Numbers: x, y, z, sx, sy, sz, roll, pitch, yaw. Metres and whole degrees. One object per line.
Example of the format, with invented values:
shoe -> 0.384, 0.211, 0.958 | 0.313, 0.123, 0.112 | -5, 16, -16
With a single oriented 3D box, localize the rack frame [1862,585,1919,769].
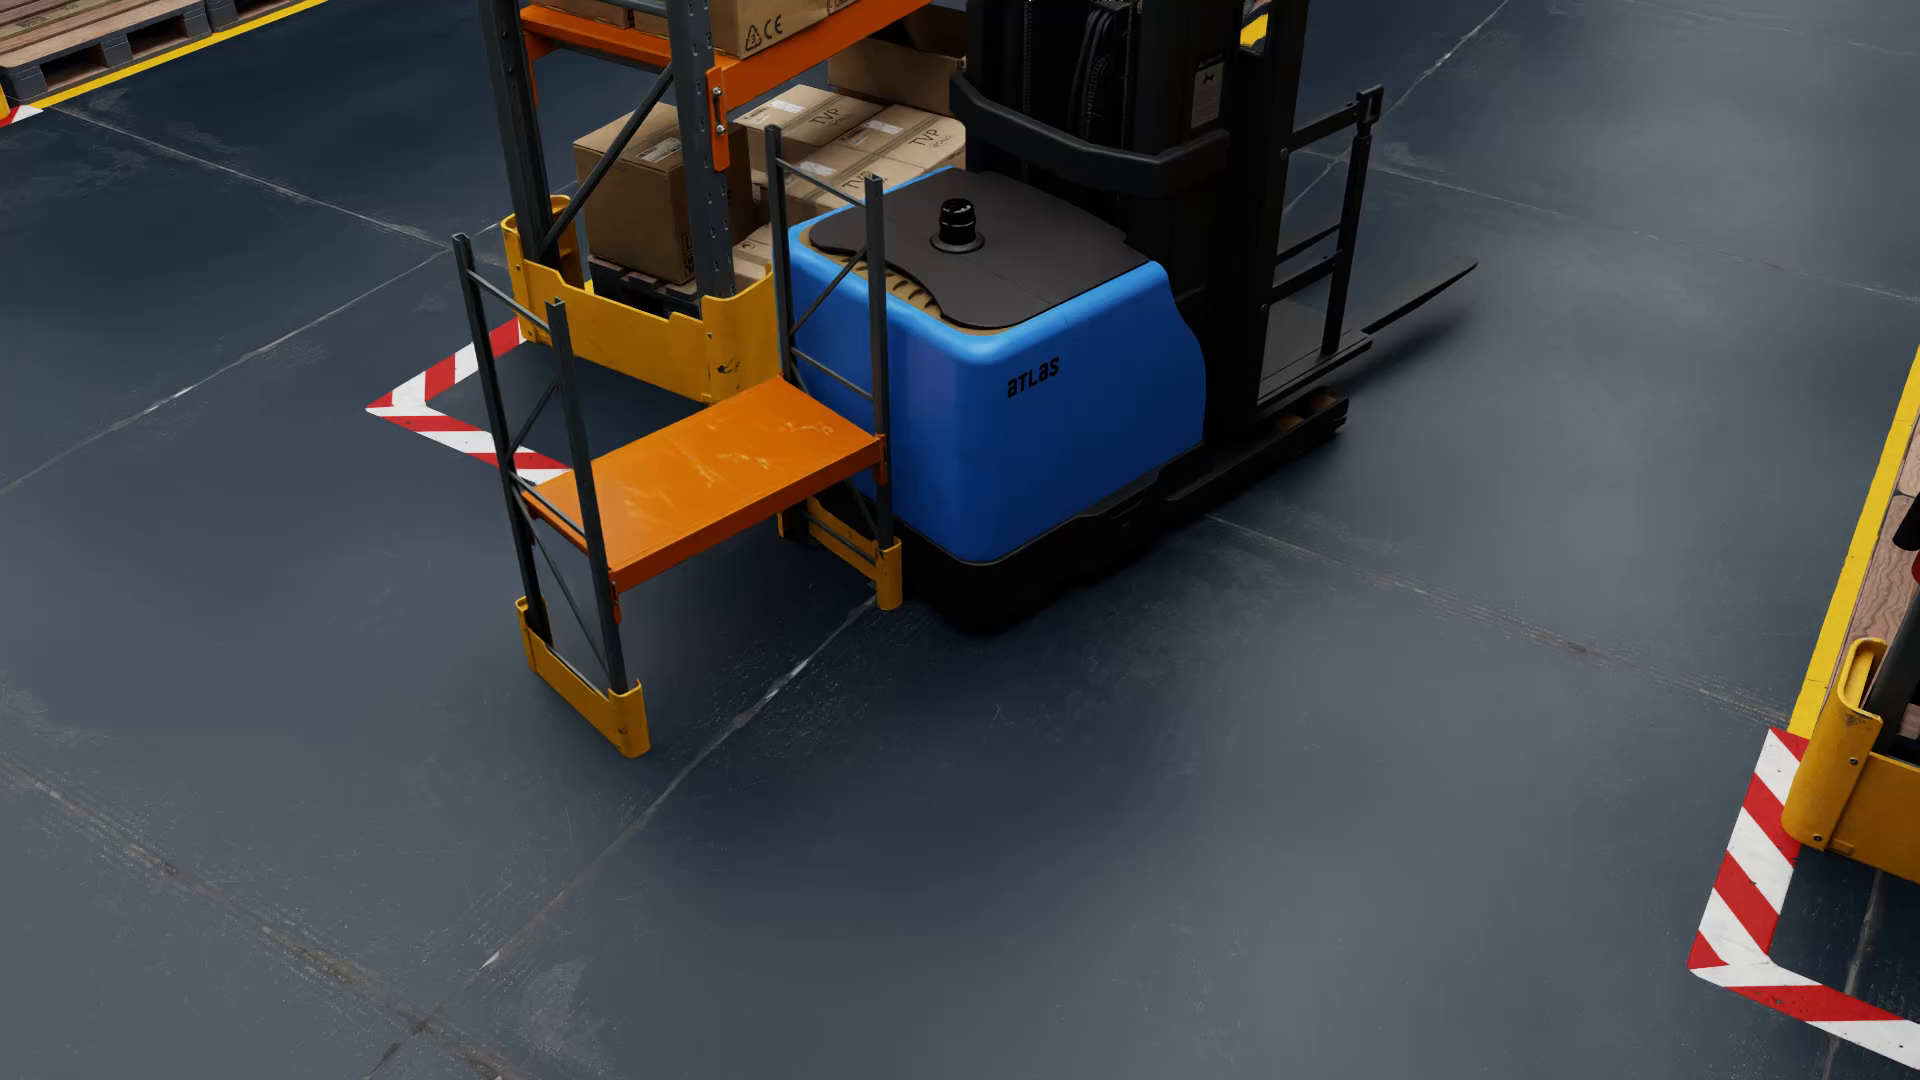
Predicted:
rack frame -> 2.896, -0.272, 3.646 | 1.000, 3.000, 0.127 | 21, 42, 25

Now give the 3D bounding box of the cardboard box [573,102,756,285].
cardboard box -> -1.205, -1.435, 6.842 | 0.500, 0.500, 0.500 | 21, 42, 25

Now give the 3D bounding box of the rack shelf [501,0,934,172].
rack shelf -> -0.217, -2.636, 7.302 | 1.077, 0.370, 4.000 | 21, 42, 25

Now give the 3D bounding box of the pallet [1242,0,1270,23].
pallet -> 1.258, -3.280, 9.831 | 1.003, 0.211, 1.213 | 21, 42, 25

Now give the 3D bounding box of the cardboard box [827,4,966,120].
cardboard box -> -0.148, -2.168, 7.789 | 0.797, 0.503, 0.637 | 21, 42, 25

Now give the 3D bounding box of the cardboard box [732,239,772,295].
cardboard box -> -0.774, -1.039, 6.615 | 0.380, 0.149, 0.250 | 21, 42, 25

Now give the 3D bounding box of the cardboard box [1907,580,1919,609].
cardboard box -> 3.187, 0.158, 4.791 | 0.700, 0.500, 0.500 | 21, 42, 25

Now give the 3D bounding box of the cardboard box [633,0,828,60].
cardboard box -> -0.828, -2.072, 5.899 | 0.500, 0.500, 0.500 | 22, 43, 26

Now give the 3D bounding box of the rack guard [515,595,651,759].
rack guard -> -1.141, 0.404, 5.021 | 0.087, 0.250, 0.587 | -29, 46, -32

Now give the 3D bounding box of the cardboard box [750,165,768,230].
cardboard box -> -0.912, -1.483, 7.177 | 0.380, 0.166, 0.250 | 21, 42, 25

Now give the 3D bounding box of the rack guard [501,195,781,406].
rack guard -> -1.248, -0.939, 6.559 | 1.175, 0.500, 0.348 | 21, 42, 25

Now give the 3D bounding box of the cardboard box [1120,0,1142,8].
cardboard box -> 0.789, -2.750, 8.548 | 0.500, 0.500, 0.500 | 21, 42, 25

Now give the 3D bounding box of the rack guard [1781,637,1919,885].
rack guard -> 2.883, 0.731, 4.393 | 1.175, 0.500, 0.348 | 21, 42, 25

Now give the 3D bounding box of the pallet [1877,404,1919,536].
pallet -> 3.913, -0.232, 5.878 | 1.003, 0.211, 1.213 | 21, 42, 25

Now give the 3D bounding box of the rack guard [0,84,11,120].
rack guard -> -5.471, -2.506, 8.591 | 1.175, 0.500, 0.348 | 21, 42, 25

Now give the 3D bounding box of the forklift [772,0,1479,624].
forklift -> 0.813, -1.670, 5.516 | 3.031, 2.935, 1.130 | -29, 46, -32

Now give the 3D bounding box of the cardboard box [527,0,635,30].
cardboard box -> -1.279, -2.250, 6.130 | 0.500, 0.500, 0.500 | 23, 43, 26

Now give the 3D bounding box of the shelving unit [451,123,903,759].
shelving unit -> -0.775, -0.297, 4.907 | 1.083, 1.500, 0.587 | -29, 46, -32

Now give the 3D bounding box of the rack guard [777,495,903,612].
rack guard -> -0.408, -0.008, 5.555 | 0.087, 0.250, 0.587 | -29, 46, -32

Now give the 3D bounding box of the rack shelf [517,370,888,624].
rack shelf -> -0.768, -0.158, 5.021 | 1.000, 0.185, 0.538 | -29, 46, -32

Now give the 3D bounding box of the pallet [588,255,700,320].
pallet -> -0.822, -1.236, 7.181 | 1.003, 0.211, 1.213 | 21, 42, 25

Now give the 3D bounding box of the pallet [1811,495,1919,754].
pallet -> 3.258, 0.395, 5.065 | 1.003, 0.211, 1.213 | 21, 42, 25

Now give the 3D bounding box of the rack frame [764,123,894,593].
rack frame -> -0.394, -0.511, 5.184 | 0.032, 1.500, 0.500 | -29, 46, -32

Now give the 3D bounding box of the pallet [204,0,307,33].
pallet -> -4.340, -3.447, 10.048 | 1.003, 0.211, 1.213 | 21, 42, 25

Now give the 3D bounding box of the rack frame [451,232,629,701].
rack frame -> -1.142, -0.090, 4.638 | 0.032, 1.500, 0.500 | -29, 46, -32

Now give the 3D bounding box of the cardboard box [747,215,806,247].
cardboard box -> -0.640, -1.175, 6.777 | 0.380, 0.166, 0.250 | 21, 42, 25

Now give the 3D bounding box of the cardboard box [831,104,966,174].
cardboard box -> -0.222, -1.678, 7.362 | 0.500, 0.250, 0.500 | 21, 42, 25

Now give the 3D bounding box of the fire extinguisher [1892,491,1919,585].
fire extinguisher -> 2.426, -0.167, 3.878 | 0.296, 0.674, 0.183 | 21, 42, 25

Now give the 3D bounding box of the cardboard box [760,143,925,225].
cardboard box -> -0.490, -1.421, 7.028 | 0.500, 0.250, 0.500 | 21, 42, 25

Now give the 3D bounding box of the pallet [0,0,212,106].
pallet -> -4.995, -2.820, 9.236 | 1.003, 0.211, 1.213 | 21, 42, 25

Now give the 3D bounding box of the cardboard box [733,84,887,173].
cardboard box -> -0.671, -1.816, 7.541 | 0.500, 0.250, 0.500 | 21, 42, 25

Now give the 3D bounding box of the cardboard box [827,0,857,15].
cardboard box -> -0.556, -2.340, 6.247 | 0.500, 0.500, 0.500 | 21, 42, 25

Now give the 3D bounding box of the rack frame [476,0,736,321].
rack frame -> -1.289, -1.890, 5.745 | 1.000, 3.000, 0.127 | 21, 42, 25
